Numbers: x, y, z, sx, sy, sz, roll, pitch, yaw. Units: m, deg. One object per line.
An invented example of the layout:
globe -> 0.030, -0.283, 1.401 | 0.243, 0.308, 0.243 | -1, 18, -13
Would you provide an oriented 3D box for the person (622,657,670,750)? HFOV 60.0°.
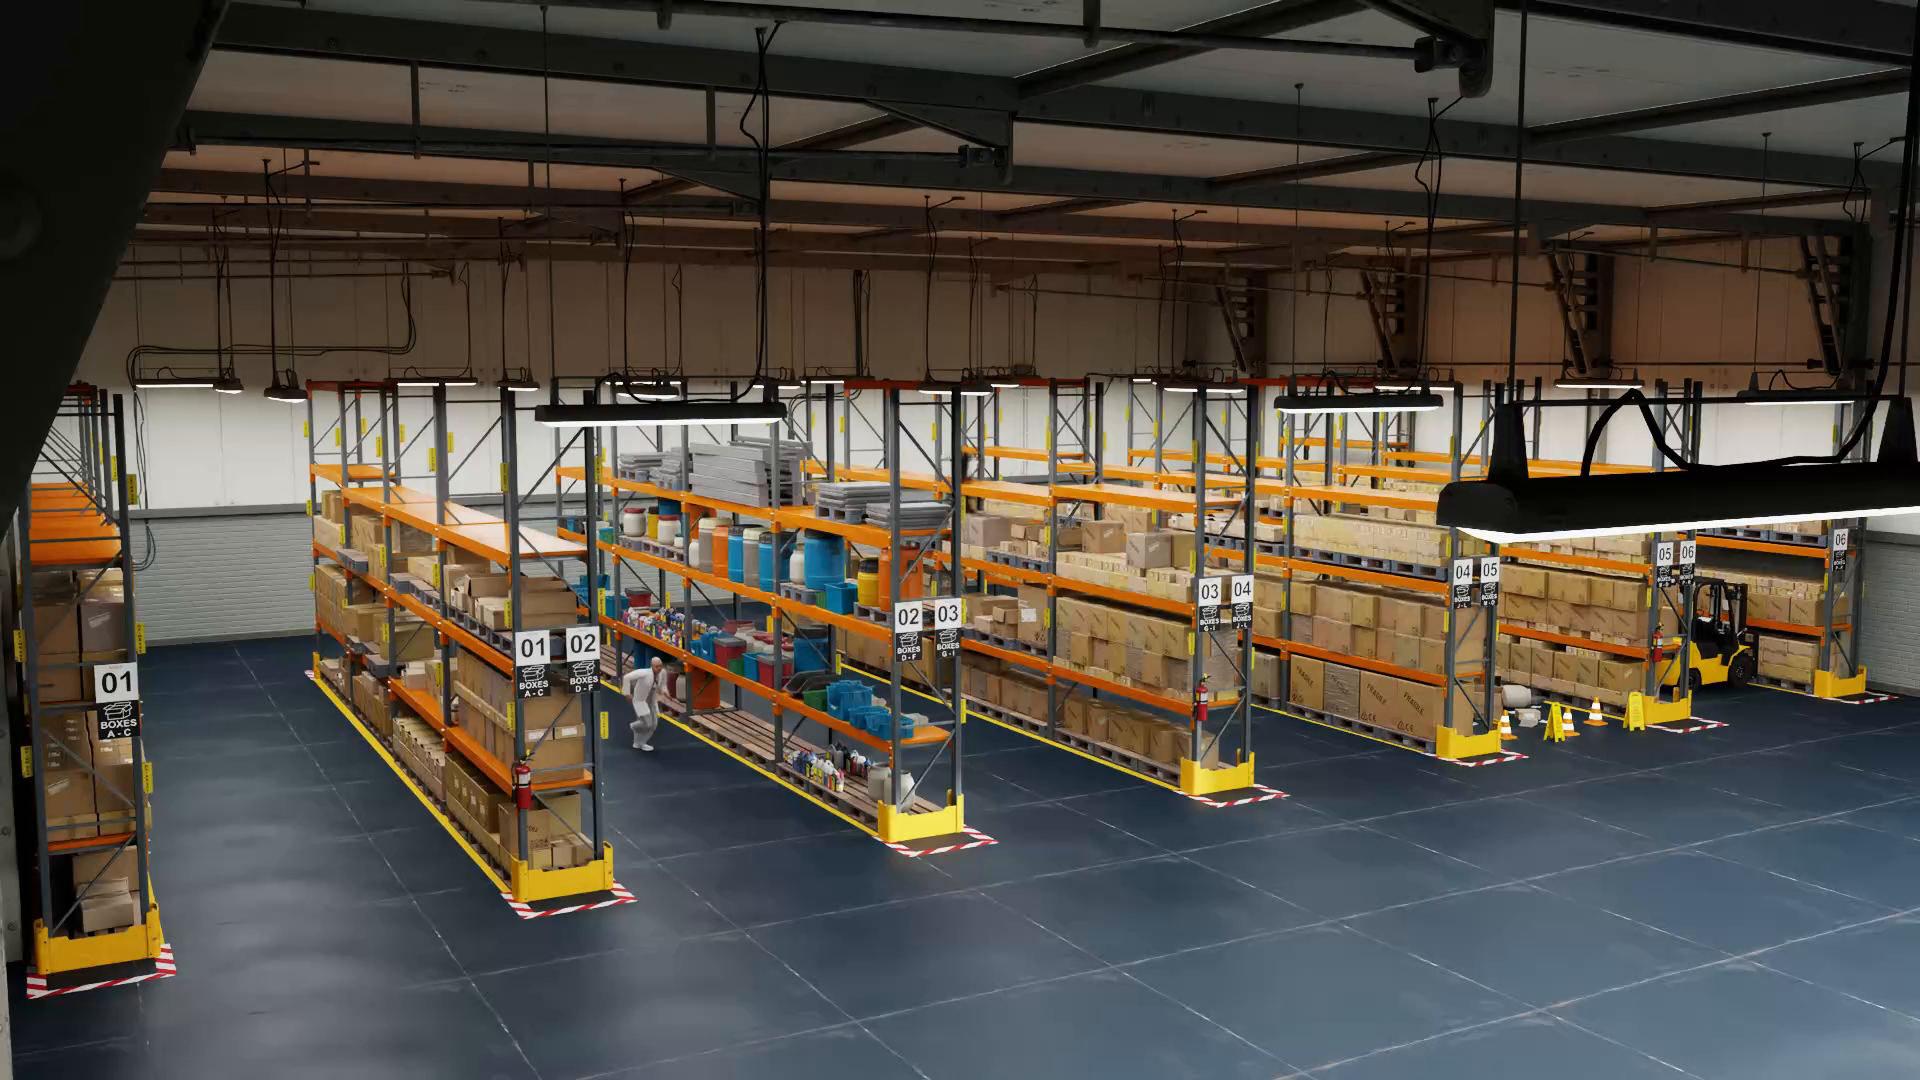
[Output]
person -> -5.106, 2.672, 27.029 | 0.744, 1.599, 0.867 | -6, 8, -43
